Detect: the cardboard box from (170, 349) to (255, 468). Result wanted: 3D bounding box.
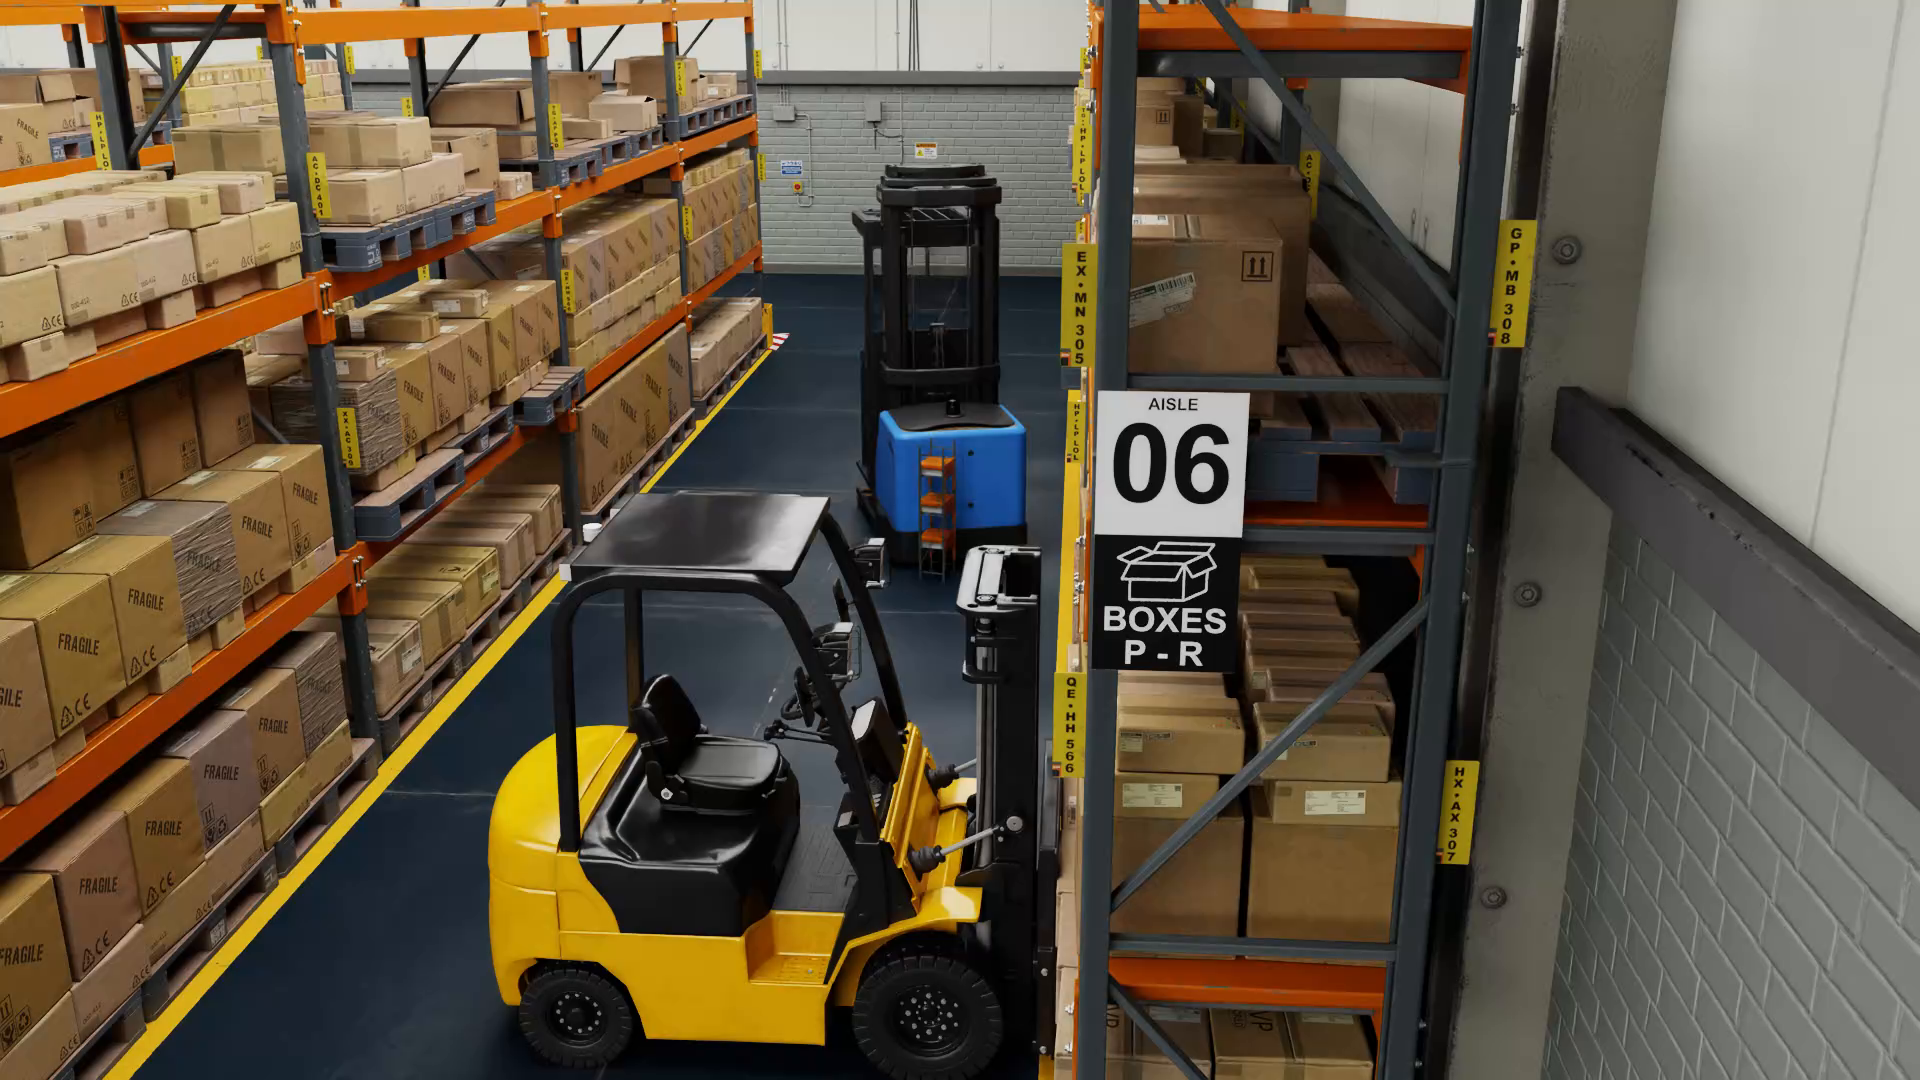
[{"bbox_3d":[-4.056,-0.675,8.422,0.700,0.500,0.500,1,18,3],"label":"cardboard box"}]

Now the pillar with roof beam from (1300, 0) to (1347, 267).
[{"bbox_3d":[-2.058,-3.797,10.560,9.100,9.000,0.400,1,18,4],"label":"pillar with roof beam"}]

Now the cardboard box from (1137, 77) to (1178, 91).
[{"bbox_3d":[1.777,-4.230,15.123,0.396,0.266,0.258,1,18,4],"label":"cardboard box"}]

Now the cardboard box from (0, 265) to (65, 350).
[{"bbox_3d":[-3.735,-0.864,6.187,0.500,0.250,0.500,2,18,6],"label":"cardboard box"}]

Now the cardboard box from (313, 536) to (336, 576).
[{"bbox_3d":[-3.527,0.083,8.755,0.380,0.149,0.250,1,18,3],"label":"cardboard box"}]

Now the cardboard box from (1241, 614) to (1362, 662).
[{"bbox_3d":[1.183,0.373,5.787,0.380,0.149,0.250,1,18,4],"label":"cardboard box"}]

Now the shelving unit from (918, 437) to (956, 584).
[{"bbox_3d":[-0.170,-0.219,12.406,0.215,1.050,0.252,6,19,18],"label":"shelving unit"}]

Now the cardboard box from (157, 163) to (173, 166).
[{"bbox_3d":[-8.333,-3.842,18.087,0.500,0.500,0.500,2,18,5],"label":"cardboard box"}]

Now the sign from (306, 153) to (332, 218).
[{"bbox_3d":[-3.266,-1.804,8.464,0.100,0.325,0.005,1,18,4],"label":"sign"}]

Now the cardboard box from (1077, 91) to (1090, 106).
[{"bbox_3d":[1.249,-3.967,14.986,0.380,0.149,0.250,1,18,3],"label":"cardboard box"}]

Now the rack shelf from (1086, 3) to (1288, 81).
[{"bbox_3d":[1.287,-2.973,9.843,1.077,0.370,4.000,1,18,4],"label":"rack shelf"}]

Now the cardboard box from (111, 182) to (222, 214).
[{"bbox_3d":[-3.663,-1.563,7.682,0.380,0.149,0.250,2,18,5],"label":"cardboard box"}]

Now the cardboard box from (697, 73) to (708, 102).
[{"bbox_3d":[-3.105,-5.036,18.466,0.500,0.311,0.500,2,18,5],"label":"cardboard box"}]

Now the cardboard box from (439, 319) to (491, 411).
[{"bbox_3d":[-3.378,-1.139,10.769,0.500,0.500,0.500,1,18,2],"label":"cardboard box"}]

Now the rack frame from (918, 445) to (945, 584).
[{"bbox_3d":[-0.209,-0.183,12.296,0.200,1.050,0.008,6,19,18],"label":"rack frame"}]

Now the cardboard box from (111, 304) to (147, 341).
[{"bbox_3d":[-3.717,-0.946,7.079,0.380,0.149,0.250,2,18,5],"label":"cardboard box"}]

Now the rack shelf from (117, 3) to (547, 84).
[{"bbox_3d":[-3.665,-3.083,10.178,1.077,0.370,4.000,1,18,4],"label":"rack shelf"}]

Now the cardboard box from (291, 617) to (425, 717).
[{"bbox_3d":[-3.773,0.743,9.883,0.950,0.372,0.625,2,18,5],"label":"cardboard box"}]

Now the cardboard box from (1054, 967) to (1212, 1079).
[{"bbox_3d":[0.578,1.691,5.580,0.500,0.250,0.500,2,18,6],"label":"cardboard box"}]

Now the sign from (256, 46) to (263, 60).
[{"bbox_3d":[-8.434,-5.802,20.091,0.100,0.325,0.005,1,18,4],"label":"sign"}]

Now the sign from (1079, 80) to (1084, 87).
[{"bbox_3d":[1.175,-4.199,15.772,0.100,0.325,0.005,1,18,4],"label":"sign"}]

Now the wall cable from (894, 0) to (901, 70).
[{"bbox_3d":[-2.071,-8.476,24.839,2.355,3.000,0.029,1,18,4],"label":"wall cable"}]

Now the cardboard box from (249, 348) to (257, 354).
[{"bbox_3d":[-7.902,-2.039,18.255,0.380,0.149,0.250,0,18,1],"label":"cardboard box"}]

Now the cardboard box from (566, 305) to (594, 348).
[{"bbox_3d":[-3.239,-1.703,13.242,0.500,0.250,0.500,1,18,4],"label":"cardboard box"}]

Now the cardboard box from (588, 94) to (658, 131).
[{"bbox_3d":[-3.088,-3.932,15.256,0.500,0.311,0.500,1,18,4],"label":"cardboard box"}]

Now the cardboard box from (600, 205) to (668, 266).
[{"bbox_3d":[-3.046,-2.845,15.522,0.500,0.500,0.500,2,18,5],"label":"cardboard box"}]

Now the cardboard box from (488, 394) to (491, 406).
[{"bbox_3d":[-3.406,-0.955,11.250,0.380,0.149,0.250,1,18,4],"label":"cardboard box"}]

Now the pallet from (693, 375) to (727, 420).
[{"bbox_3d":[-3.102,-1.537,17.774,1.003,0.211,1.213,1,18,4],"label":"pallet"}]

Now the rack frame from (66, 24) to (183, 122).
[{"bbox_3d":[-8.179,-5.557,15.932,1.000,3.000,0.127,1,18,4],"label":"rack frame"}]

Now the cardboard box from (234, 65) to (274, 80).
[{"bbox_3d":[-7.755,-5.143,18.281,0.380,0.149,0.250,1,18,2],"label":"cardboard box"}]

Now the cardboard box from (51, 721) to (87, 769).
[{"bbox_3d":[-3.711,0.800,6.568,0.380,0.149,0.250,2,18,5],"label":"cardboard box"}]

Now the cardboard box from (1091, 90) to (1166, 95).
[{"bbox_3d":[1.135,-2.776,11.265,0.500,0.500,0.500,1,18,4],"label":"cardboard box"}]

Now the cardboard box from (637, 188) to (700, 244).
[{"bbox_3d":[-2.959,-3.293,16.888,0.500,0.500,0.500,1,18,4],"label":"cardboard box"}]

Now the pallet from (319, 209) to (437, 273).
[{"bbox_3d":[-3.658,-1.668,9.182,1.213,0.211,1.003,1,18,4],"label":"pallet"}]

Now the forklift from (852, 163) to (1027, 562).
[{"bbox_3d":[-0.278,-1.643,13.729,1.130,2.935,3.031,-4,18,-11],"label":"forklift"}]

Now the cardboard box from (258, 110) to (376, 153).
[{"bbox_3d":[-3.842,-2.434,9.981,0.500,0.250,0.500,2,18,5],"label":"cardboard box"}]

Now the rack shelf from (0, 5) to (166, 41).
[{"bbox_3d":[-8.322,-4.404,14.210,1.077,0.370,4.000,1,18,4],"label":"rack shelf"}]

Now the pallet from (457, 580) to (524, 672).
[{"bbox_3d":[-3.669,0.561,11.373,1.003,0.211,1.213,1,18,4],"label":"pallet"}]

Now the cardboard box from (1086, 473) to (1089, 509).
[{"bbox_3d":[0.765,-0.198,7.529,0.380,0.149,0.250,2,18,5],"label":"cardboard box"}]

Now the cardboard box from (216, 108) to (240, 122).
[{"bbox_3d":[-7.856,-4.354,17.318,0.500,0.250,0.500,1,18,3],"label":"cardboard box"}]

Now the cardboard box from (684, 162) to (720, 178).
[{"bbox_3d":[-2.825,-4.023,18.076,0.380,0.149,0.250,1,18,4],"label":"cardboard box"}]

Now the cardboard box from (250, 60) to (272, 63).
[{"bbox_3d":[-8.179,-5.556,19.542,0.380,0.149,0.250,2,18,6],"label":"cardboard box"}]

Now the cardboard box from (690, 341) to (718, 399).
[{"bbox_3d":[-3.082,-1.802,17.546,0.875,0.438,0.875,1,18,3],"label":"cardboard box"}]

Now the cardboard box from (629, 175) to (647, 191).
[{"bbox_3d":[-3.403,-3.641,16.908,0.380,0.149,0.250,2,18,5],"label":"cardboard box"}]

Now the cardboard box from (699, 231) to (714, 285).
[{"bbox_3d":[-2.900,-2.971,17.512,0.500,0.500,0.500,1,18,4],"label":"cardboard box"}]

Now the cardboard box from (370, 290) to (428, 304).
[{"bbox_3d":[-3.815,-1.477,11.801,0.500,0.500,0.500,2,18,7],"label":"cardboard box"}]

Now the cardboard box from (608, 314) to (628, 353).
[{"bbox_3d":[-3.173,-1.783,14.288,0.500,0.250,0.500,2,18,6],"label":"cardboard box"}]

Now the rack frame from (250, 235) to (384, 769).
[{"bbox_3d":[-3.808,-0.143,9.042,1.000,3.000,0.127,1,18,4],"label":"rack frame"}]

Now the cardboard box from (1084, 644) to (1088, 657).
[{"bbox_3d":[0.669,0.340,6.364,0.380,0.149,0.250,1,18,4],"label":"cardboard box"}]

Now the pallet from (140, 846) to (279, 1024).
[{"bbox_3d":[-3.906,1.772,7.677,1.003,0.211,1.213,1,18,4],"label":"pallet"}]

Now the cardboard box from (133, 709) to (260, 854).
[{"bbox_3d":[-3.653,1.114,7.743,0.500,0.500,0.500,2,18,7],"label":"cardboard box"}]
